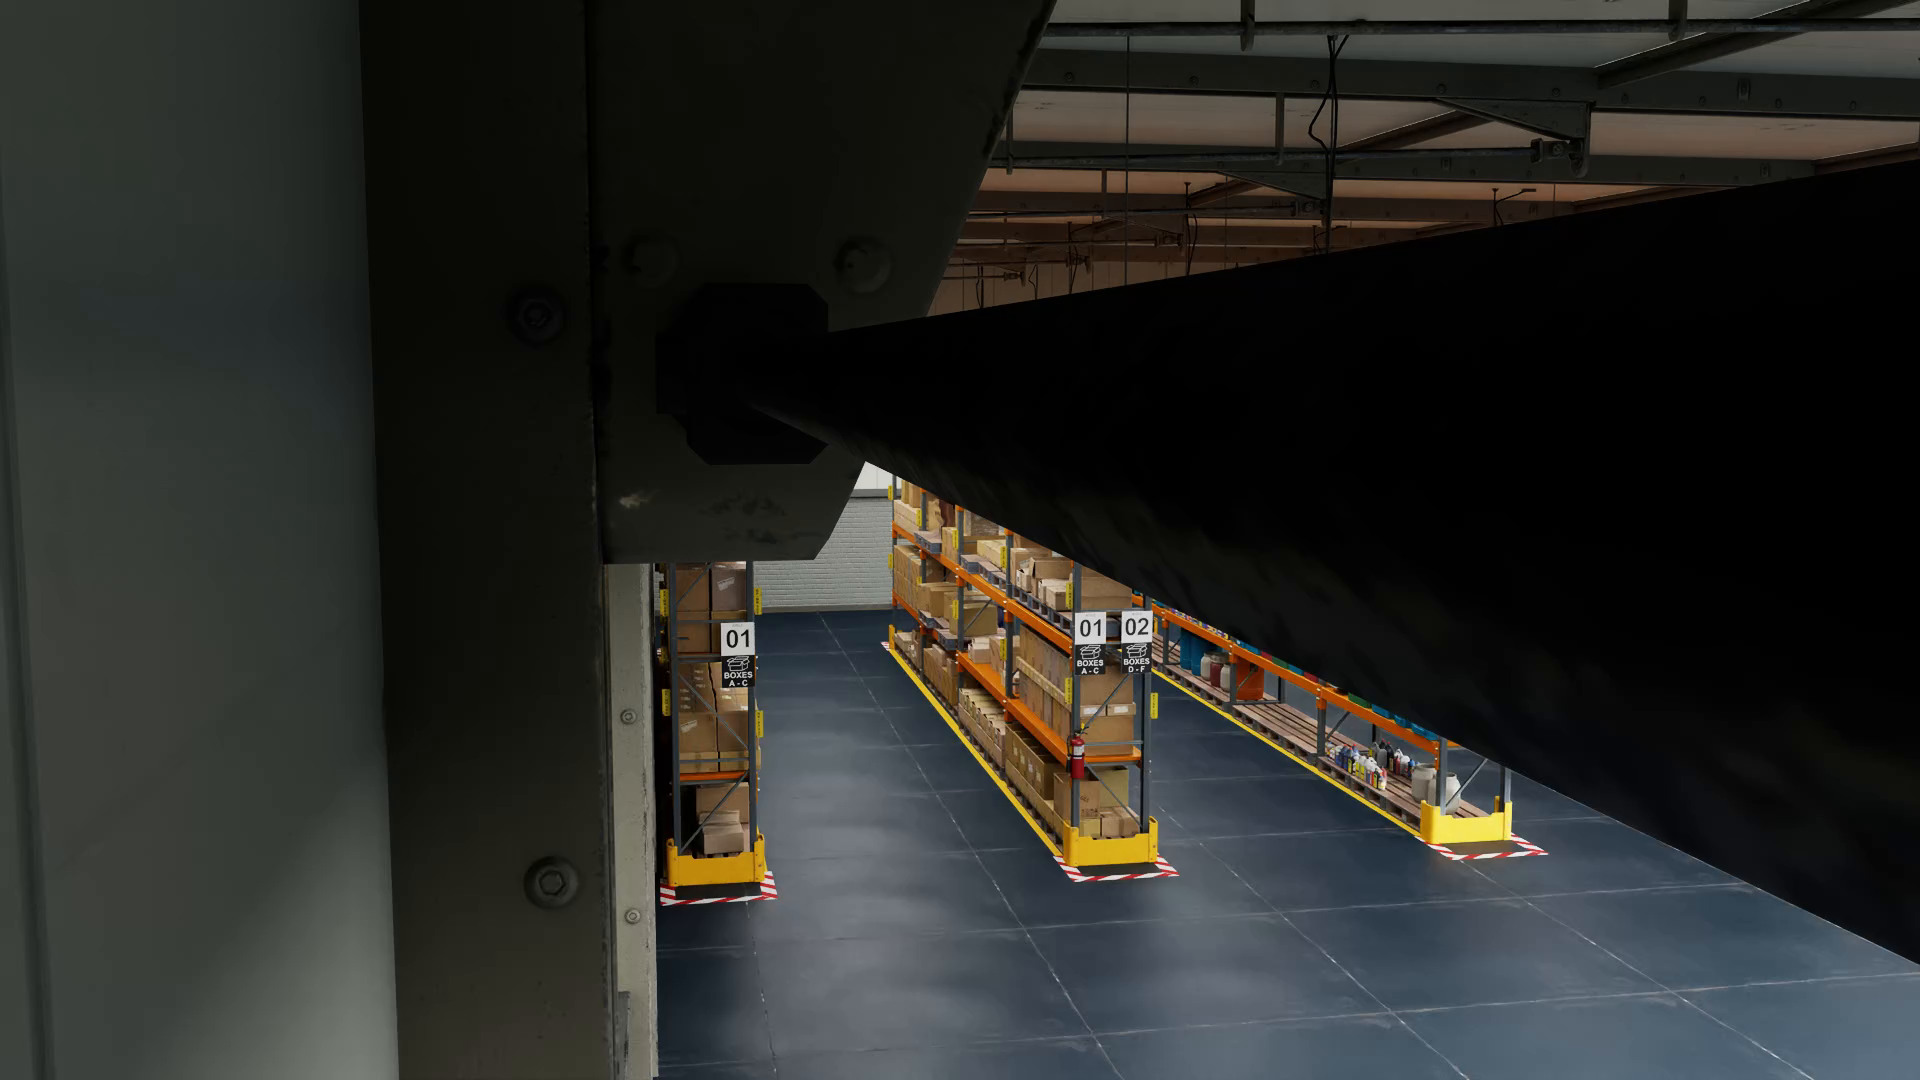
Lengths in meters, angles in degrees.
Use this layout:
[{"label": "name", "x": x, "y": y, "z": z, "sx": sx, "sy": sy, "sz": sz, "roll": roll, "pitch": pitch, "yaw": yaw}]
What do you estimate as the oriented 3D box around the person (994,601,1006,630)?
[{"label": "person", "x": 0.834, "y": 1.561, "z": 36.748, "sx": 0.670, "sy": 1.680, "sz": 0.678, "roll": -5, "pitch": 8, "yaw": -39}]
